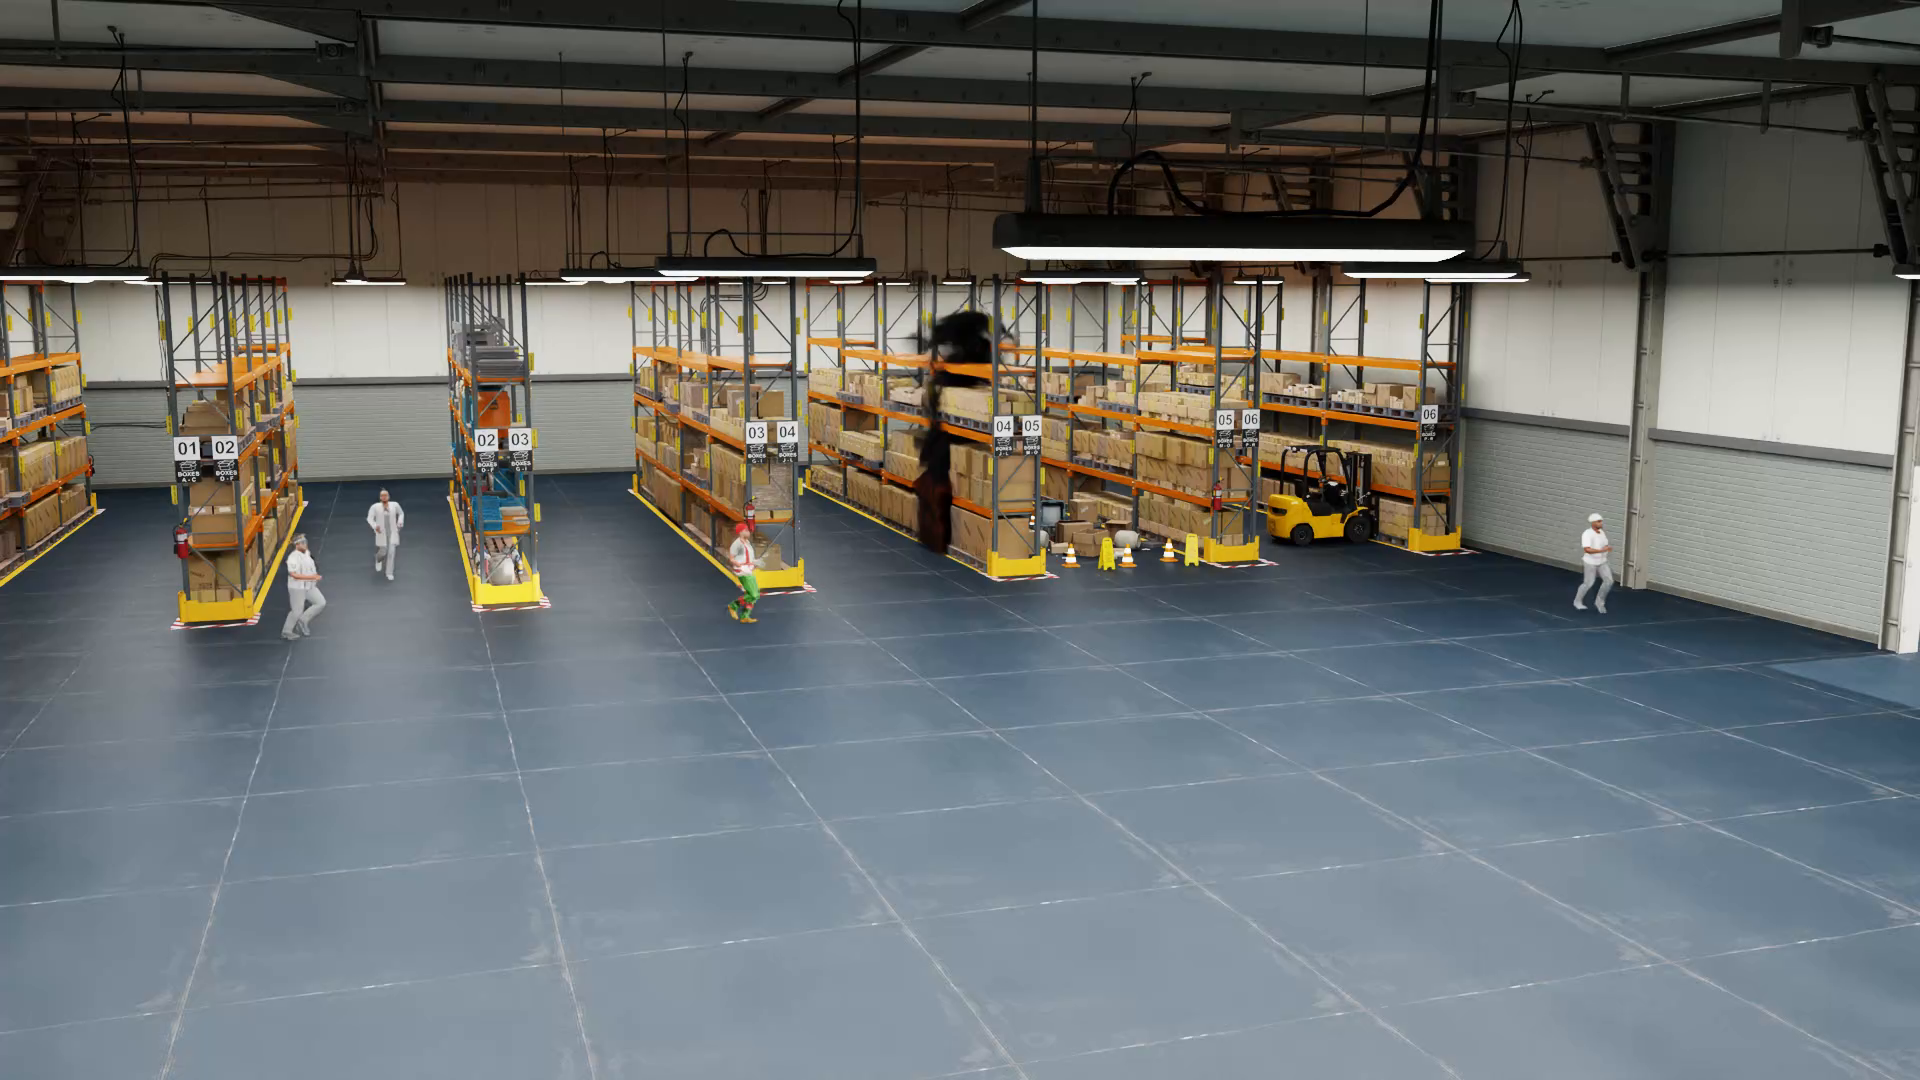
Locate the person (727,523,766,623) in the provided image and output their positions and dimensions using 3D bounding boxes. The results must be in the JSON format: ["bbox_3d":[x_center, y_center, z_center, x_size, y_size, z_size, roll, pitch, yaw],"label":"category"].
[{"bbox_3d":[-3.683,0.571,28.541,0.612,1.738,0.651,2,9,10],"label":"person"}]

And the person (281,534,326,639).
[{"bbox_3d":[-10.755,0.752,27.277,0.809,1.733,0.691,3,9,16],"label":"person"}]

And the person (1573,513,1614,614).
[{"bbox_3d":[11.261,0.432,29.443,0.684,1.816,0.731,-5,10,-30],"label":"person"}]

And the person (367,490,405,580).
[{"bbox_3d":[-11.425,-0.120,33.155,0.716,1.767,0.827,-4,9,-25],"label":"person"}]
